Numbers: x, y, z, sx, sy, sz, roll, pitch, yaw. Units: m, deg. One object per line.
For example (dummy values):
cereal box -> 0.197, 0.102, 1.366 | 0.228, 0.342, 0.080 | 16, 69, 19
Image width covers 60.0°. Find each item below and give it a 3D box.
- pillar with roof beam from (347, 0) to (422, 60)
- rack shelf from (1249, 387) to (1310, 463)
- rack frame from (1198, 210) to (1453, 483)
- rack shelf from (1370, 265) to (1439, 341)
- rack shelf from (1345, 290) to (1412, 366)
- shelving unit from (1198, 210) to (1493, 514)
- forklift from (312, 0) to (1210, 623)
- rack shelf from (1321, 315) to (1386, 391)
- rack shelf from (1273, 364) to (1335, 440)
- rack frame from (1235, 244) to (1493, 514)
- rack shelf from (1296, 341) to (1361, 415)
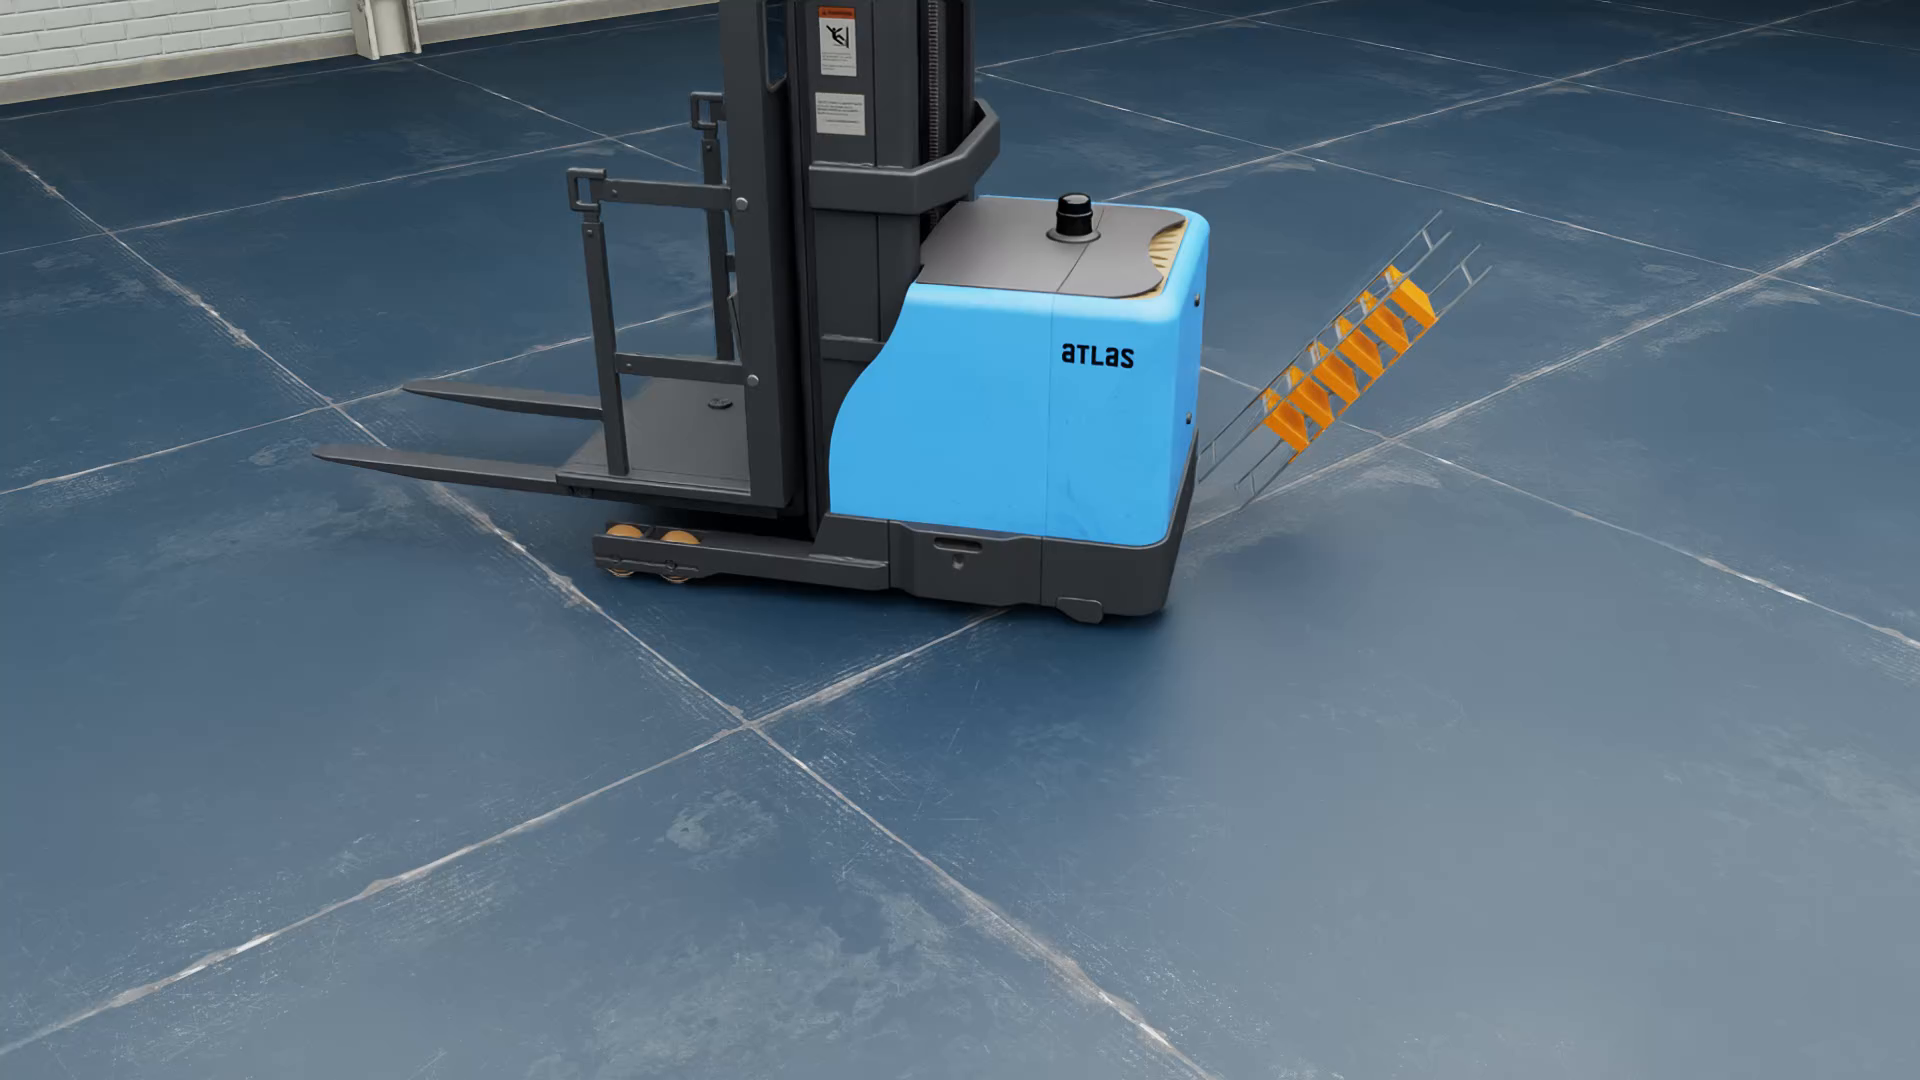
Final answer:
pillar with roof beam -> -1.575, -6.154, 7.719 | 0.400, 9.000, 9.100 | -22, 35, -35
rack shelf -> 1.126, -0.412, 5.867 | 0.180, 0.103, 0.258 | 37, 26, -13
rack frame -> 1.230, -0.653, 5.726 | 0.006, 1.200, 0.240 | 37, 26, -13
rack shelf -> 1.496, -0.808, 5.611 | 0.180, 0.103, 0.258 | 37, 26, -13
rack shelf -> 1.422, -0.729, 5.663 | 0.180, 0.103, 0.258 | 37, 26, -13
shelving unit -> 1.301, -0.599, 5.746 | 0.189, 1.200, 0.258 | 37, 26, -13
forklift -> -0.732, -1.388, 5.237 | 3.031, 2.935, 1.130 | 6, 29, 12
rack shelf -> 1.348, -0.649, 5.714 | 0.180, 0.103, 0.258 | 37, 26, -13
rack shelf -> 1.200, -0.491, 5.816 | 0.180, 0.103, 0.258 | 37, 26, -13
rack frame -> 1.373, -0.546, 5.766 | 0.006, 1.200, 0.240 | 37, 26, -13
rack shelf -> 1.274, -0.570, 5.765 | 0.180, 0.103, 0.258 | 37, 26, -13
